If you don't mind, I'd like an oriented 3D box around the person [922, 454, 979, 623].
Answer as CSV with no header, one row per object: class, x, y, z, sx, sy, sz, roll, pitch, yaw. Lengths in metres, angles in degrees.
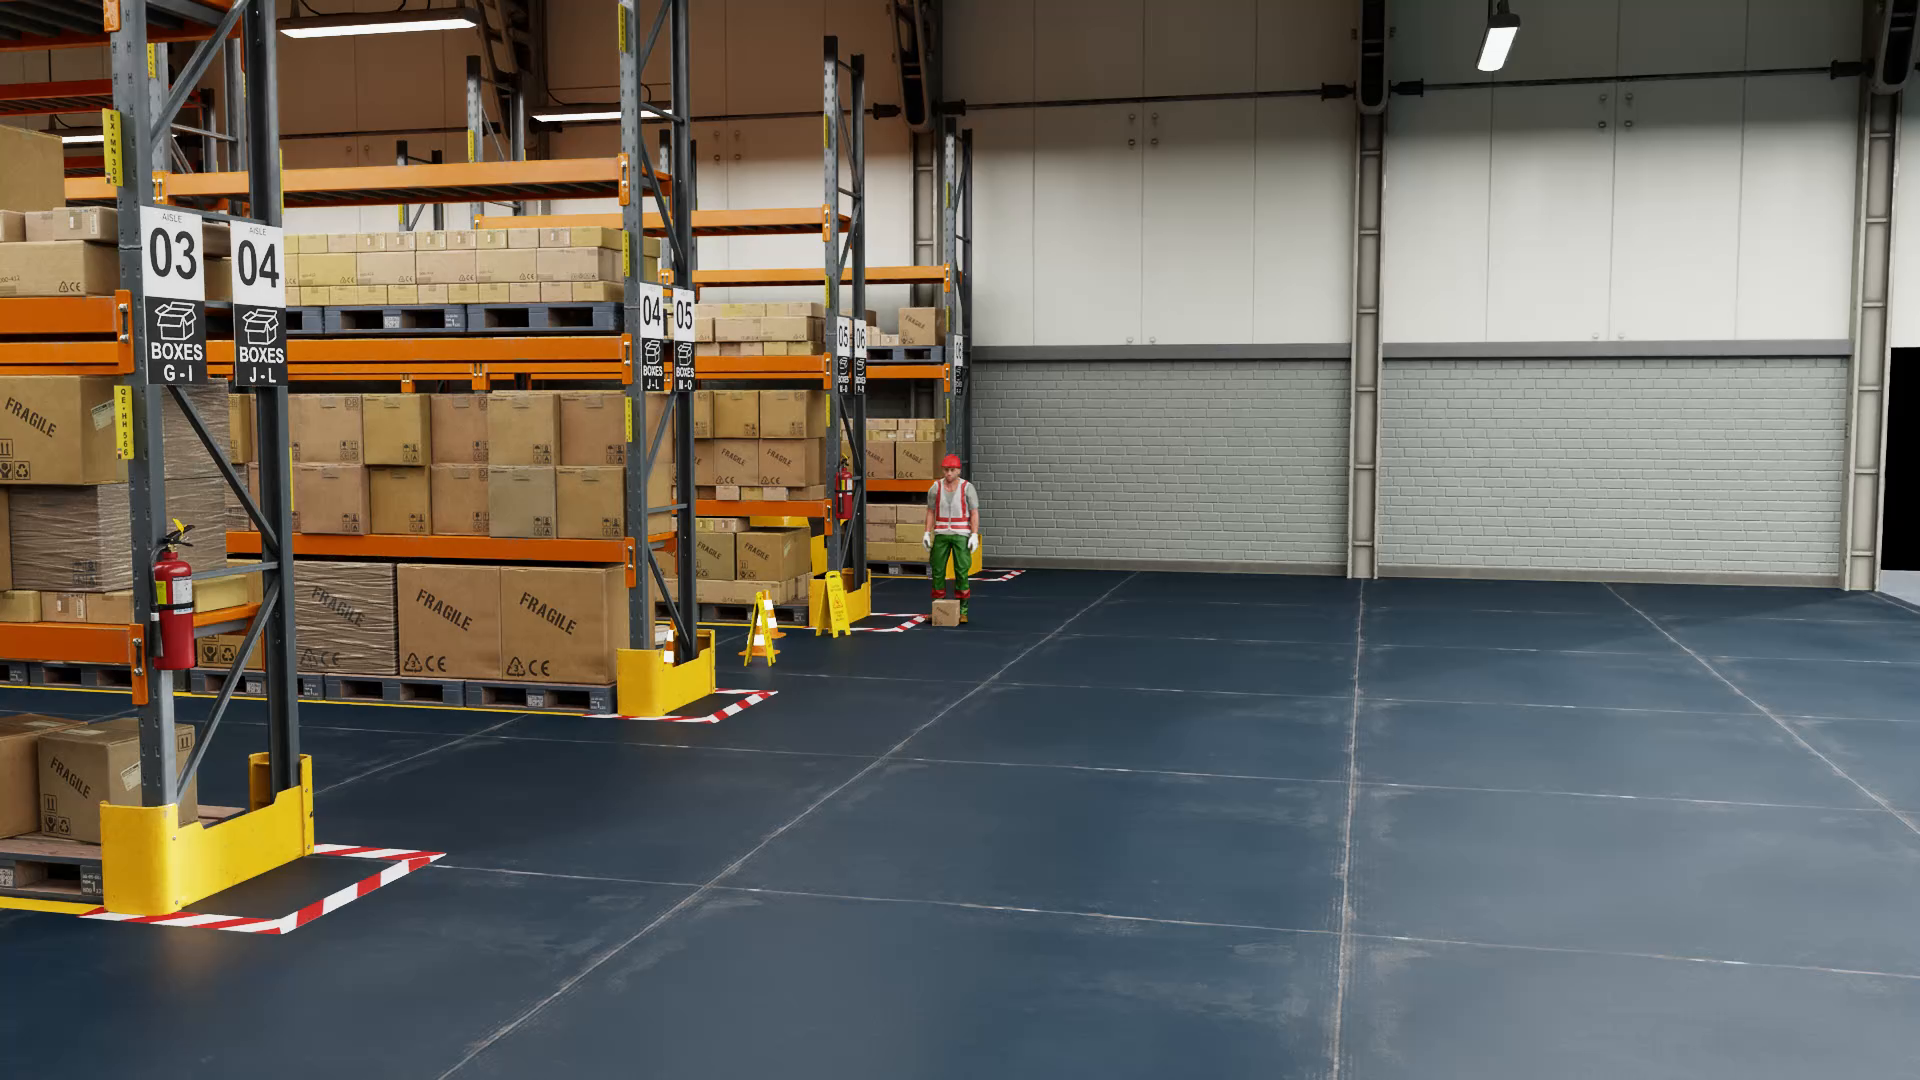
person,-0.096,-0.016,17.564,0.609,1.779,0.449,1,5,14
